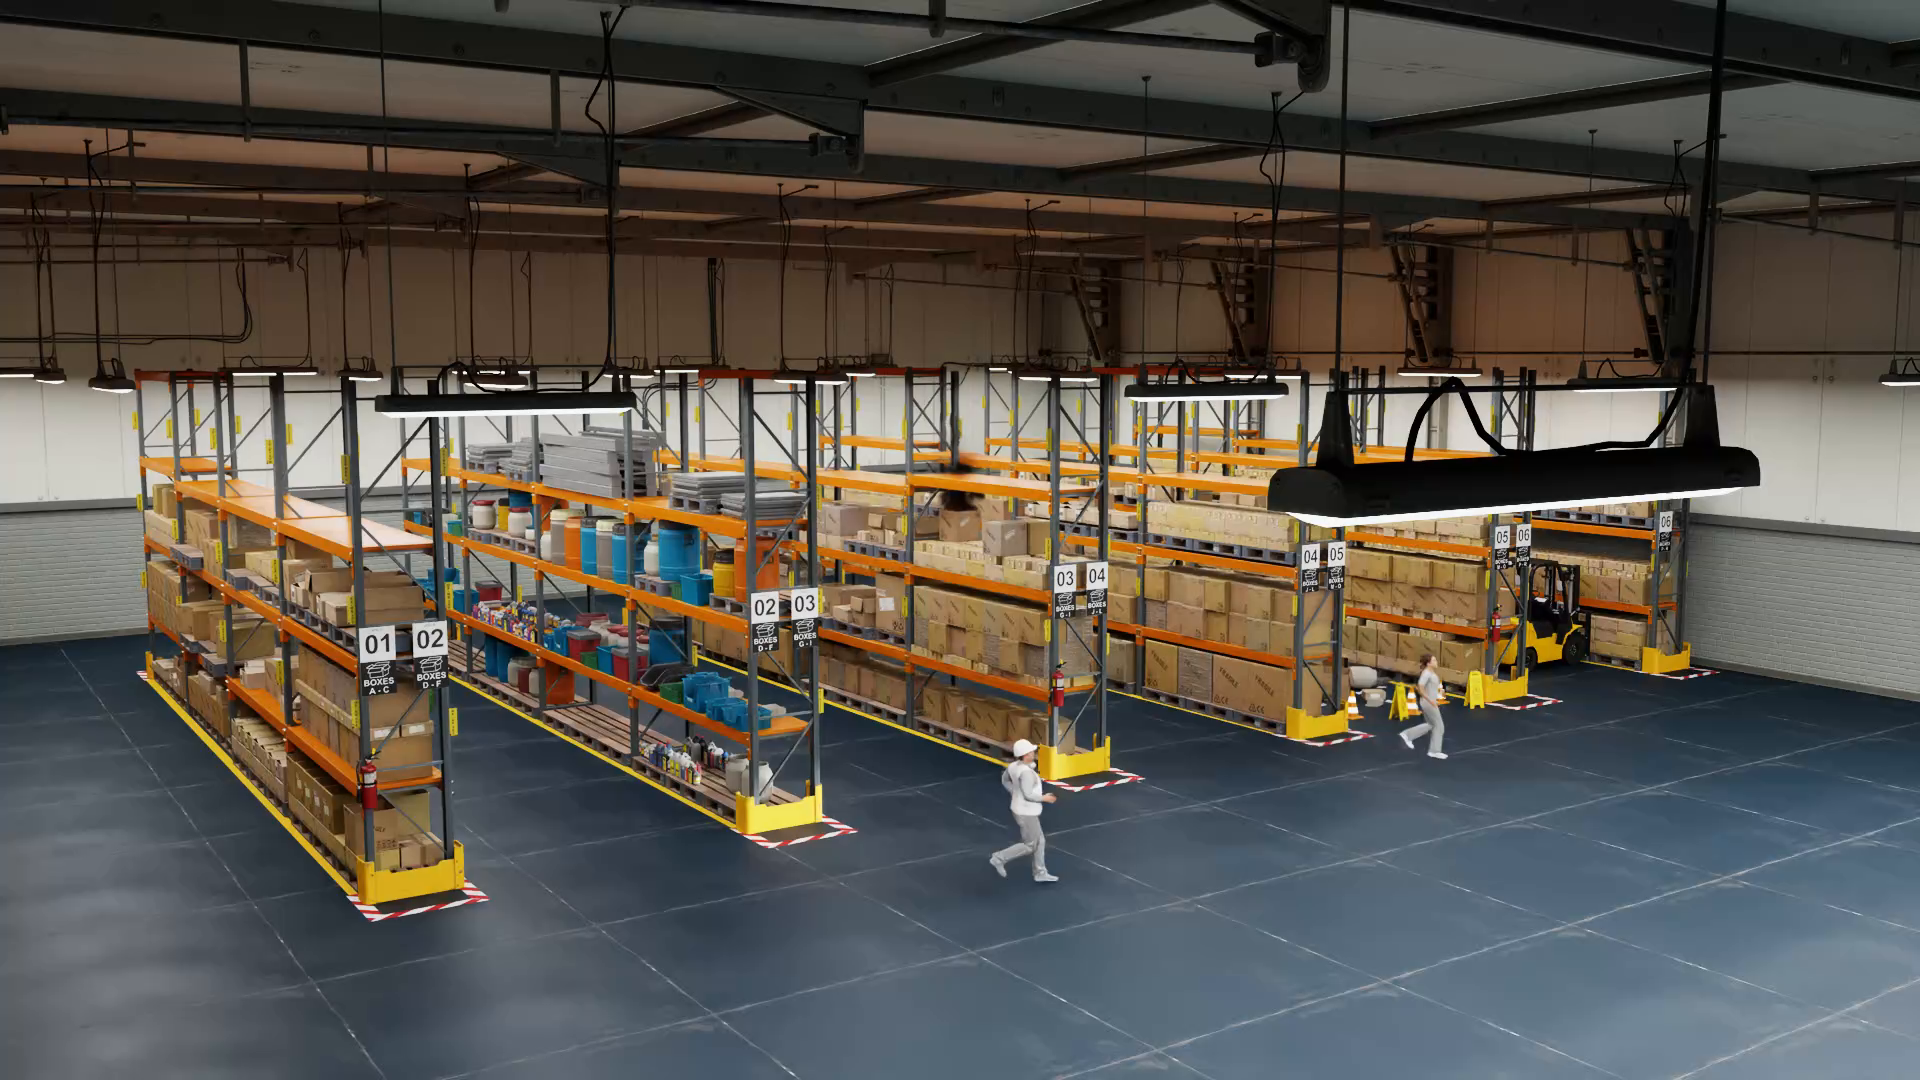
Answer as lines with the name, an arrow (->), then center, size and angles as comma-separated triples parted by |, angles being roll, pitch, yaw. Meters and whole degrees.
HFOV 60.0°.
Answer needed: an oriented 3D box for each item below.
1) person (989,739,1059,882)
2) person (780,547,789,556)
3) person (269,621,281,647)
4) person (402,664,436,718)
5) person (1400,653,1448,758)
person -> 0.758, 3.236, 19.762 | 0.882, 1.764, 0.661 | -1, 7, -13
person -> -4.509, 0.905, 41.042 | 0.740, 1.617, 0.781 | 6, 9, 41
person -> -14.133, 1.696, 33.918 | 0.739, 1.699, 0.827 | 2, 7, 19
person -> -8.773, 2.379, 27.280 | 0.663, 1.748, 0.576 | -6, 9, -41
person -> 7.296, 2.586, 26.061 | 0.729, 1.659, 0.564 | 2, 7, 17
